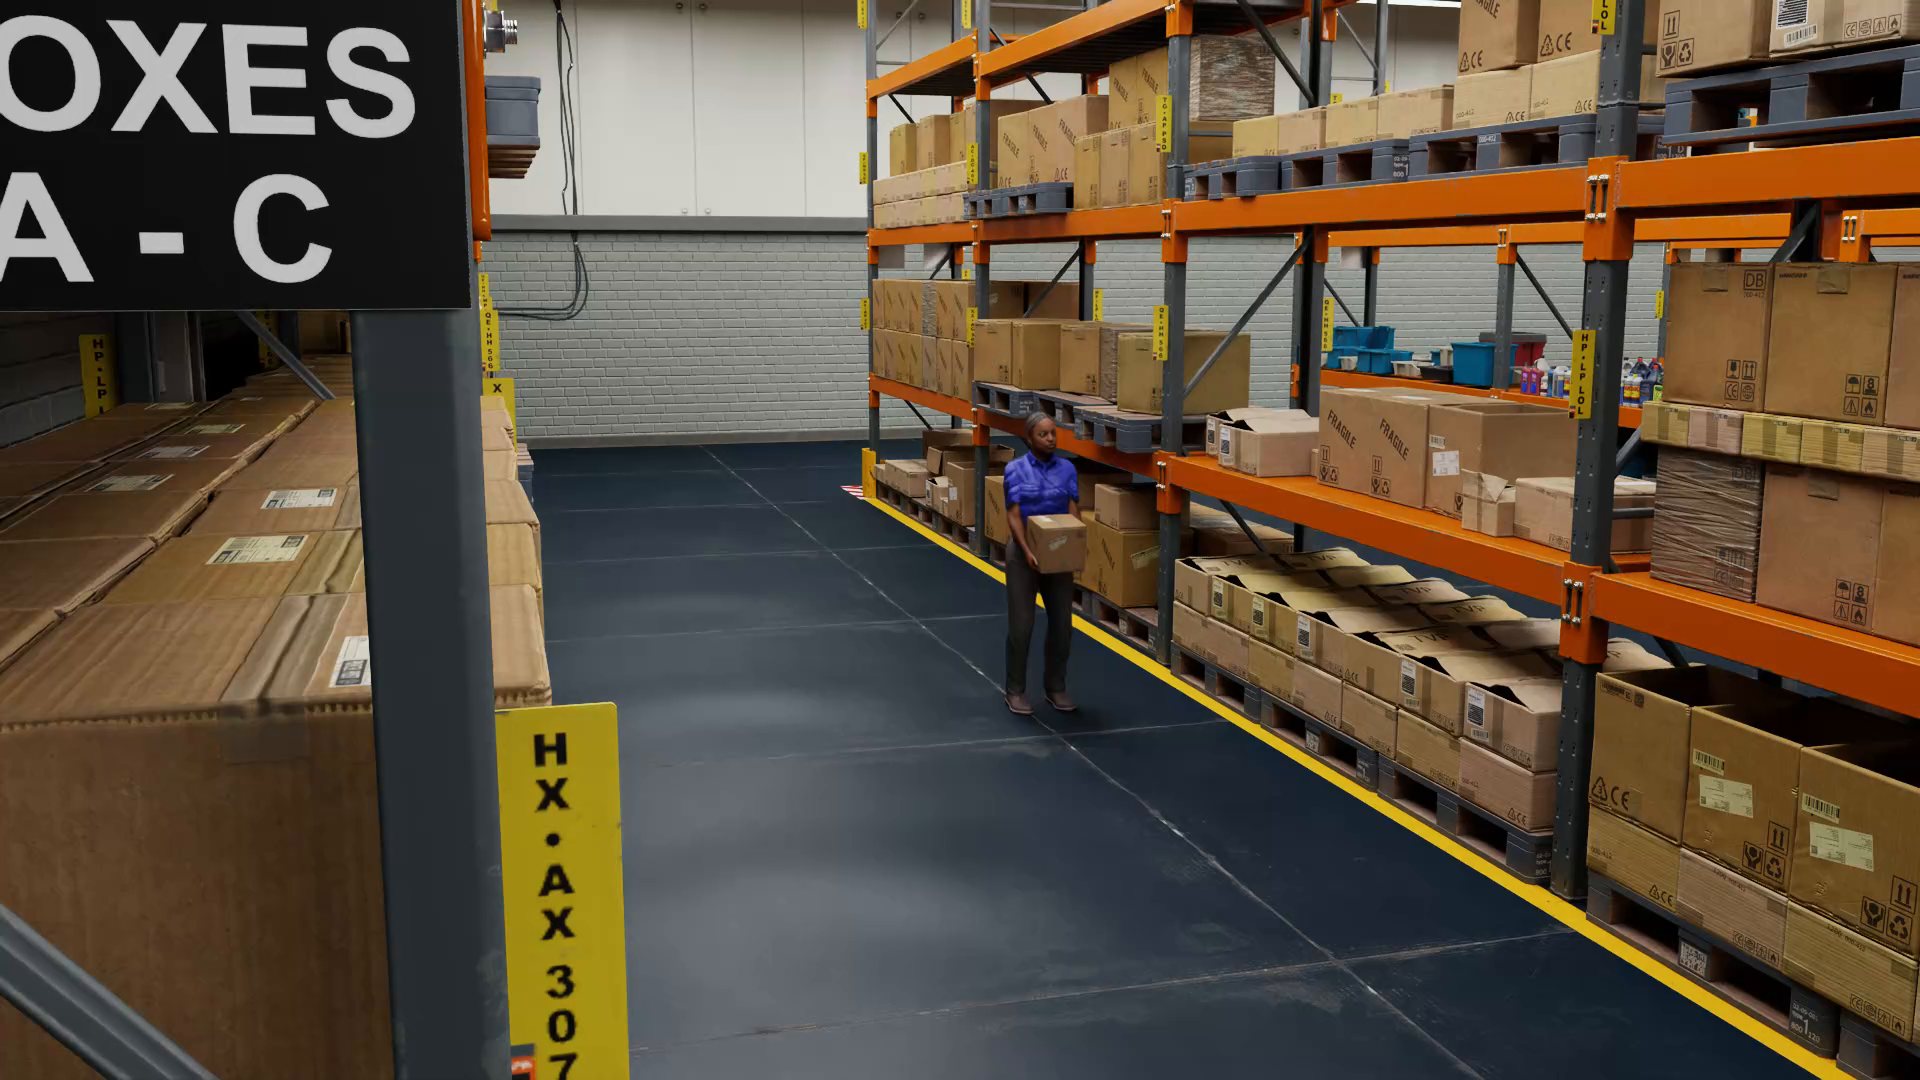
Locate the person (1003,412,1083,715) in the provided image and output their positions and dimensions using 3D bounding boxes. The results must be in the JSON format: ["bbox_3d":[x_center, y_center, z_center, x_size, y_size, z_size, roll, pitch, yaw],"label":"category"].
[{"bbox_3d":[0.469,0.135,9.104,0.435,1.656,0.504,-3,10,-17],"label":"person"}]
